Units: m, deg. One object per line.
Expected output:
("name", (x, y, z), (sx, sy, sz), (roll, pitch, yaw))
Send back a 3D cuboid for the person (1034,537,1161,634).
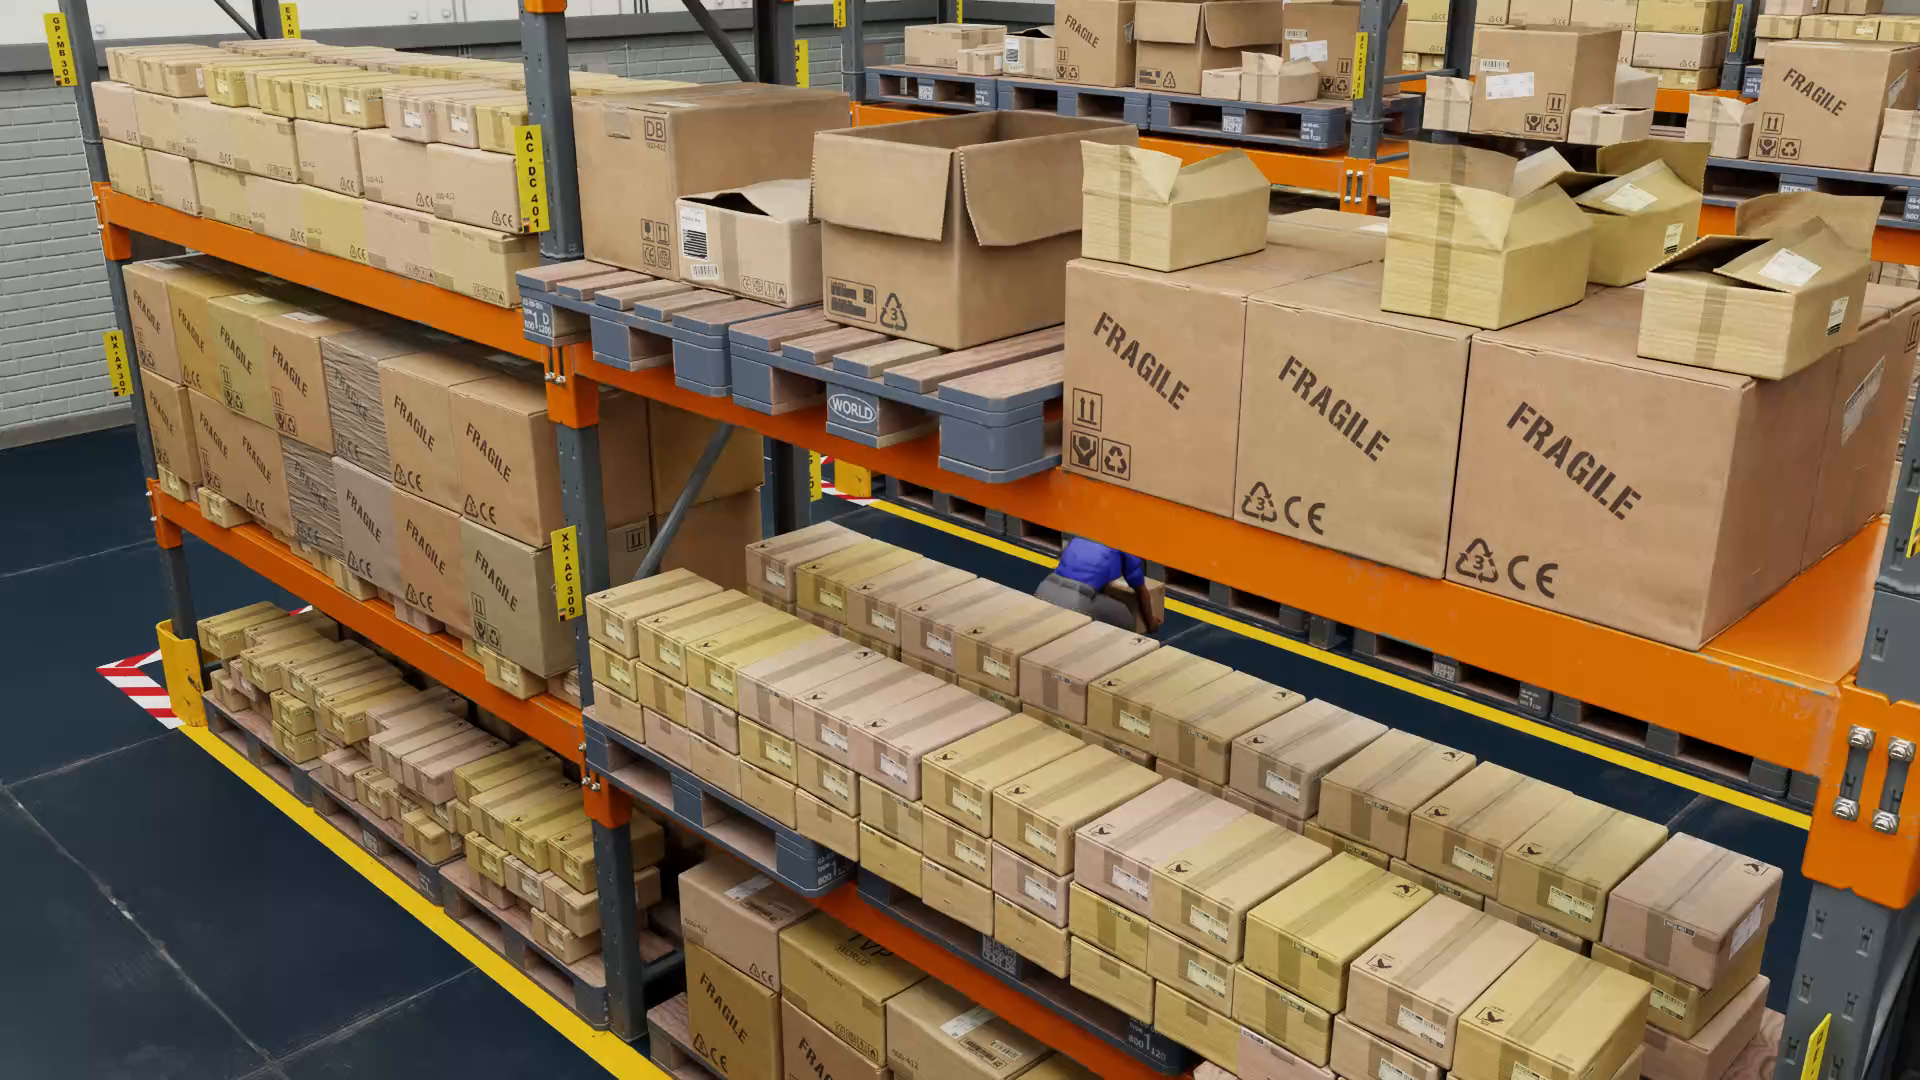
("person", (0.763, 0.327, 9.262), (0.465, 0.932, 0.863), (18, 27, 39))
